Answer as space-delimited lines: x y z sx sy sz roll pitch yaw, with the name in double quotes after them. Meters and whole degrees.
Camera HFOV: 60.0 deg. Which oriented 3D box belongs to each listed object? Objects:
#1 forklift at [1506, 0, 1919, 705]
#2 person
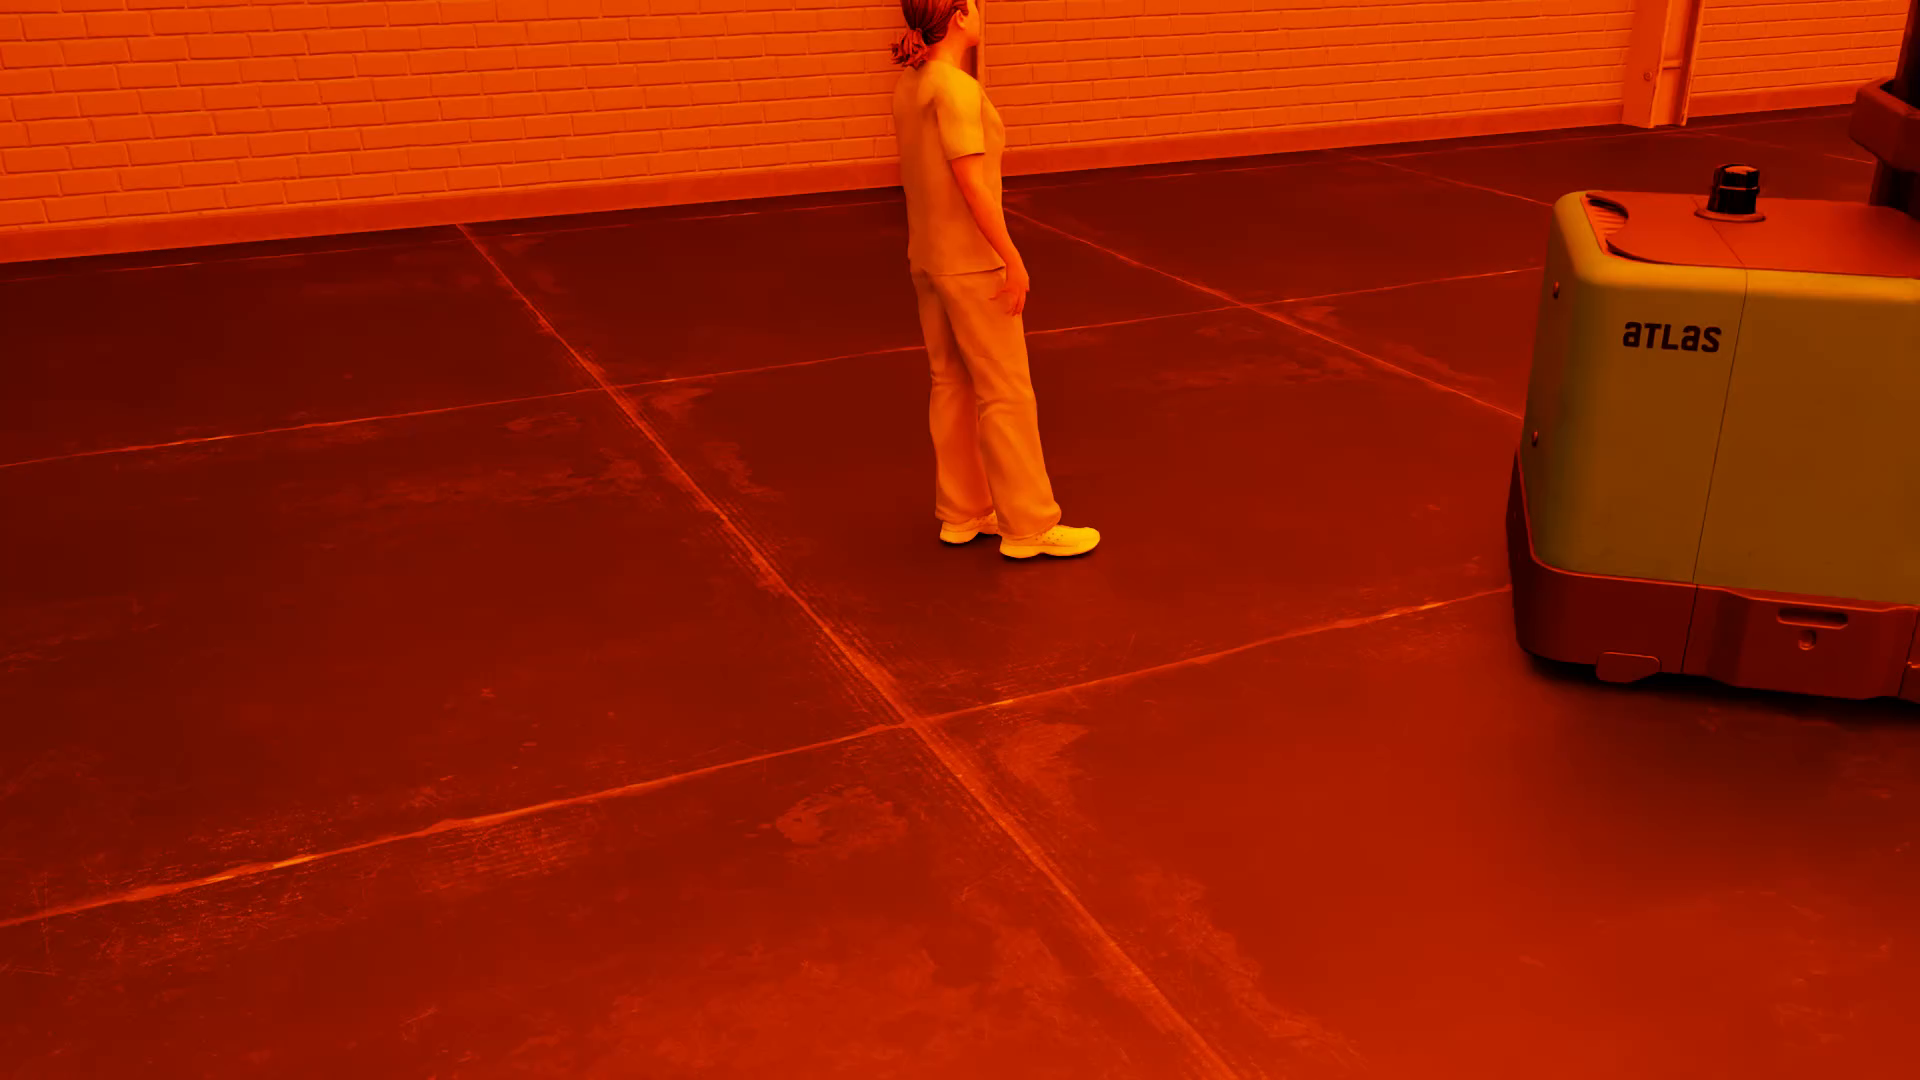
3.015 -1.037 3.784 3.031 2.935 1.130 6 23 14 "forklift"
0.072 -0.788 4.800 0.549 1.675 0.550 -10 25 -23 "person"
